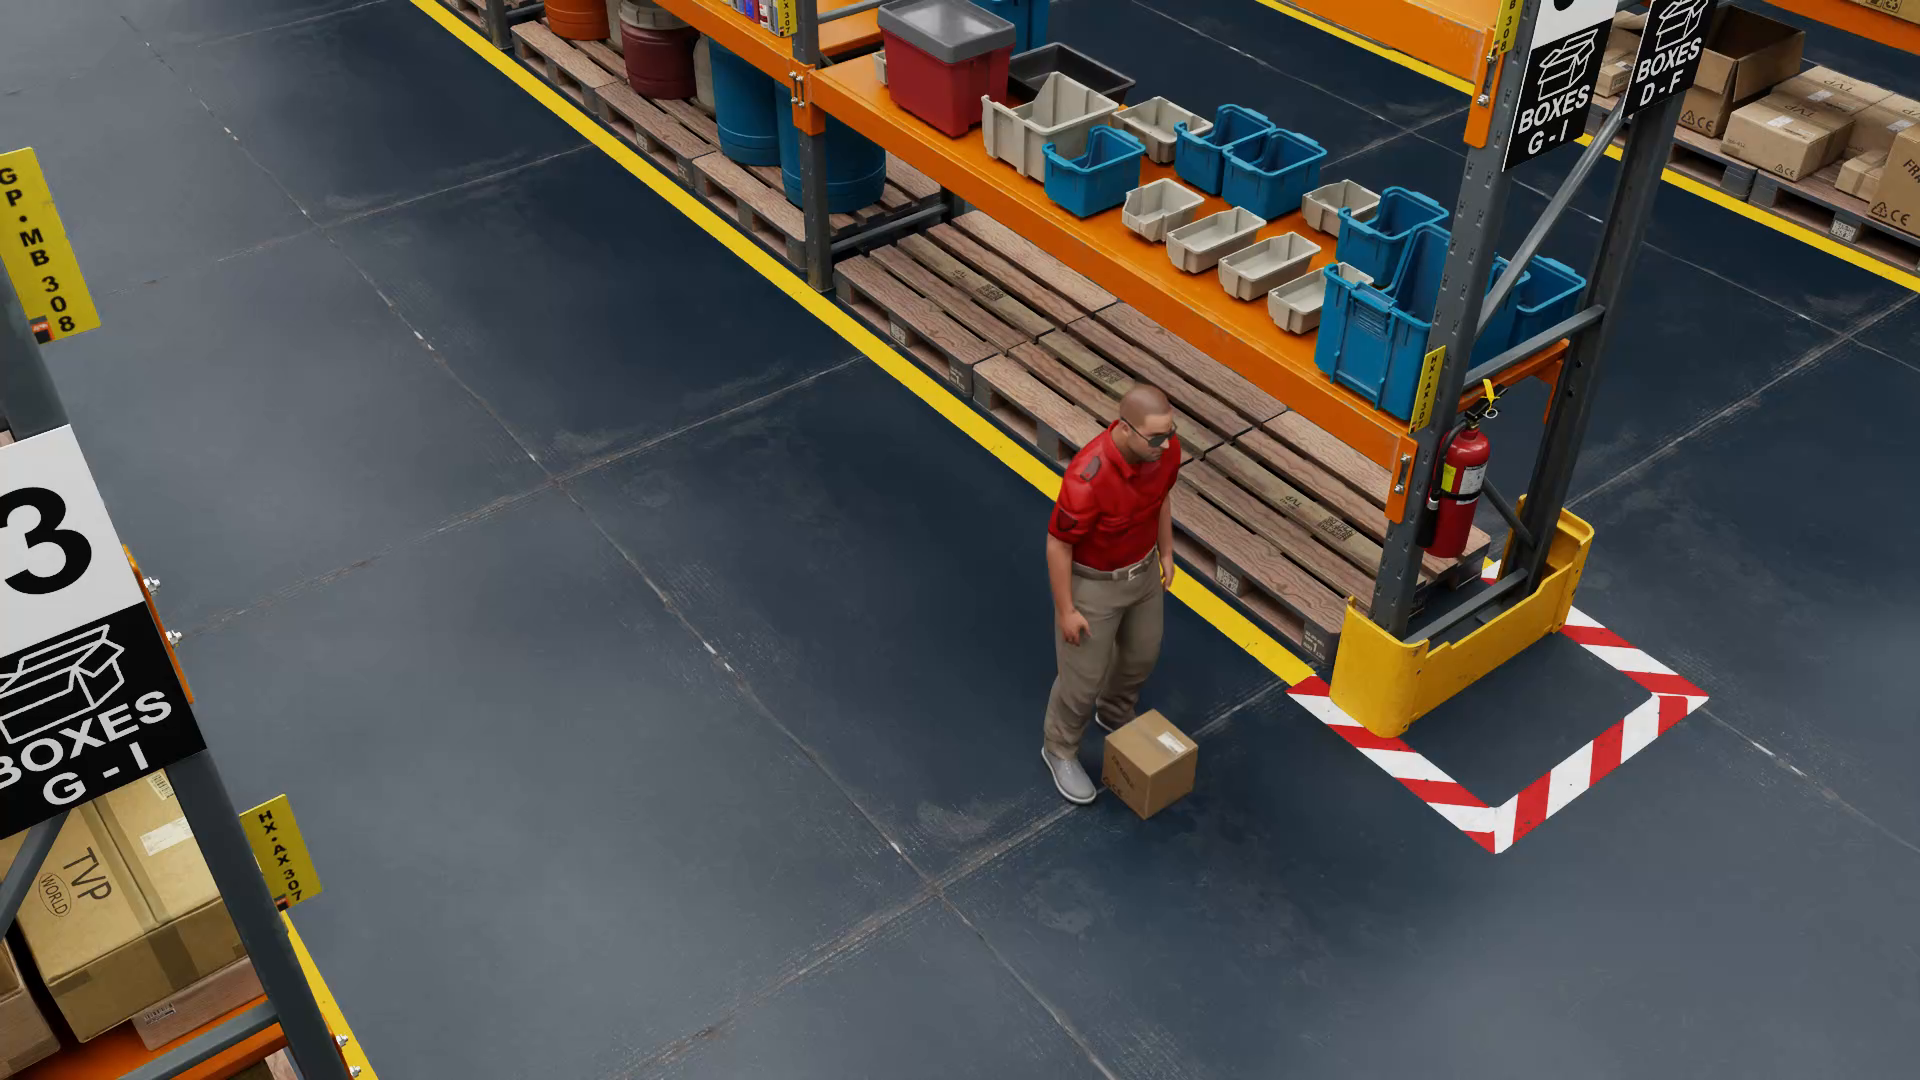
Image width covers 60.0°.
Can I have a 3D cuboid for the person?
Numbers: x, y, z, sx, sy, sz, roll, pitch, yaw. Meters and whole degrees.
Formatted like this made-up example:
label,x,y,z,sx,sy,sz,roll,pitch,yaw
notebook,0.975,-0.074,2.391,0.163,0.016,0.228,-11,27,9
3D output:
label,x,y,z,sx,sy,sz,roll,pitch,yaw
person,0.554,0.154,5.984,0.582,1.726,0.391,-28,48,-29
